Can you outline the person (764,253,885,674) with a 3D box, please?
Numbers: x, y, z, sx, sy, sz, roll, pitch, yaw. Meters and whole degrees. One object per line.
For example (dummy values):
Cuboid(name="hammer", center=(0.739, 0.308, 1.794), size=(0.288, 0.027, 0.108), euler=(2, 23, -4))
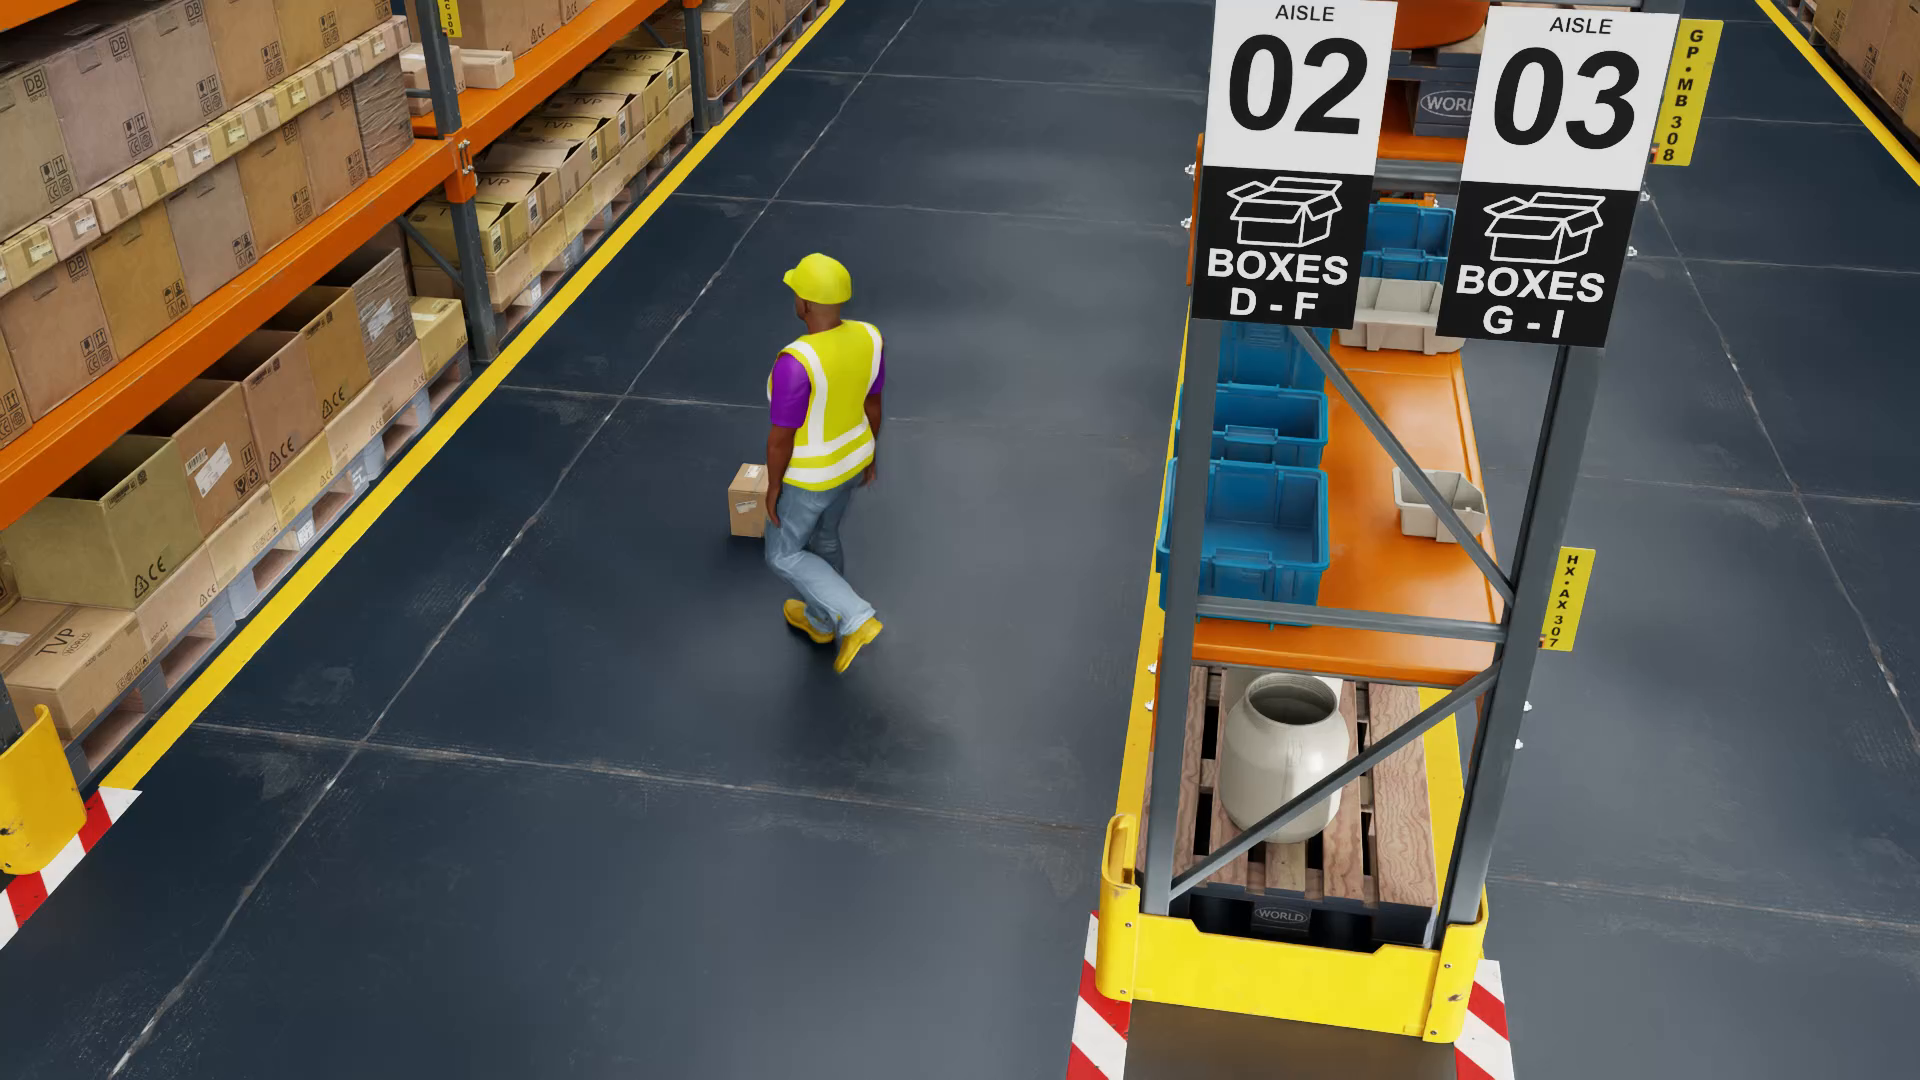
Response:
Cuboid(name="person", center=(-0.521, -0.289, 6.552), size=(0.689, 1.754, 0.583), euler=(23, 39, 32))
